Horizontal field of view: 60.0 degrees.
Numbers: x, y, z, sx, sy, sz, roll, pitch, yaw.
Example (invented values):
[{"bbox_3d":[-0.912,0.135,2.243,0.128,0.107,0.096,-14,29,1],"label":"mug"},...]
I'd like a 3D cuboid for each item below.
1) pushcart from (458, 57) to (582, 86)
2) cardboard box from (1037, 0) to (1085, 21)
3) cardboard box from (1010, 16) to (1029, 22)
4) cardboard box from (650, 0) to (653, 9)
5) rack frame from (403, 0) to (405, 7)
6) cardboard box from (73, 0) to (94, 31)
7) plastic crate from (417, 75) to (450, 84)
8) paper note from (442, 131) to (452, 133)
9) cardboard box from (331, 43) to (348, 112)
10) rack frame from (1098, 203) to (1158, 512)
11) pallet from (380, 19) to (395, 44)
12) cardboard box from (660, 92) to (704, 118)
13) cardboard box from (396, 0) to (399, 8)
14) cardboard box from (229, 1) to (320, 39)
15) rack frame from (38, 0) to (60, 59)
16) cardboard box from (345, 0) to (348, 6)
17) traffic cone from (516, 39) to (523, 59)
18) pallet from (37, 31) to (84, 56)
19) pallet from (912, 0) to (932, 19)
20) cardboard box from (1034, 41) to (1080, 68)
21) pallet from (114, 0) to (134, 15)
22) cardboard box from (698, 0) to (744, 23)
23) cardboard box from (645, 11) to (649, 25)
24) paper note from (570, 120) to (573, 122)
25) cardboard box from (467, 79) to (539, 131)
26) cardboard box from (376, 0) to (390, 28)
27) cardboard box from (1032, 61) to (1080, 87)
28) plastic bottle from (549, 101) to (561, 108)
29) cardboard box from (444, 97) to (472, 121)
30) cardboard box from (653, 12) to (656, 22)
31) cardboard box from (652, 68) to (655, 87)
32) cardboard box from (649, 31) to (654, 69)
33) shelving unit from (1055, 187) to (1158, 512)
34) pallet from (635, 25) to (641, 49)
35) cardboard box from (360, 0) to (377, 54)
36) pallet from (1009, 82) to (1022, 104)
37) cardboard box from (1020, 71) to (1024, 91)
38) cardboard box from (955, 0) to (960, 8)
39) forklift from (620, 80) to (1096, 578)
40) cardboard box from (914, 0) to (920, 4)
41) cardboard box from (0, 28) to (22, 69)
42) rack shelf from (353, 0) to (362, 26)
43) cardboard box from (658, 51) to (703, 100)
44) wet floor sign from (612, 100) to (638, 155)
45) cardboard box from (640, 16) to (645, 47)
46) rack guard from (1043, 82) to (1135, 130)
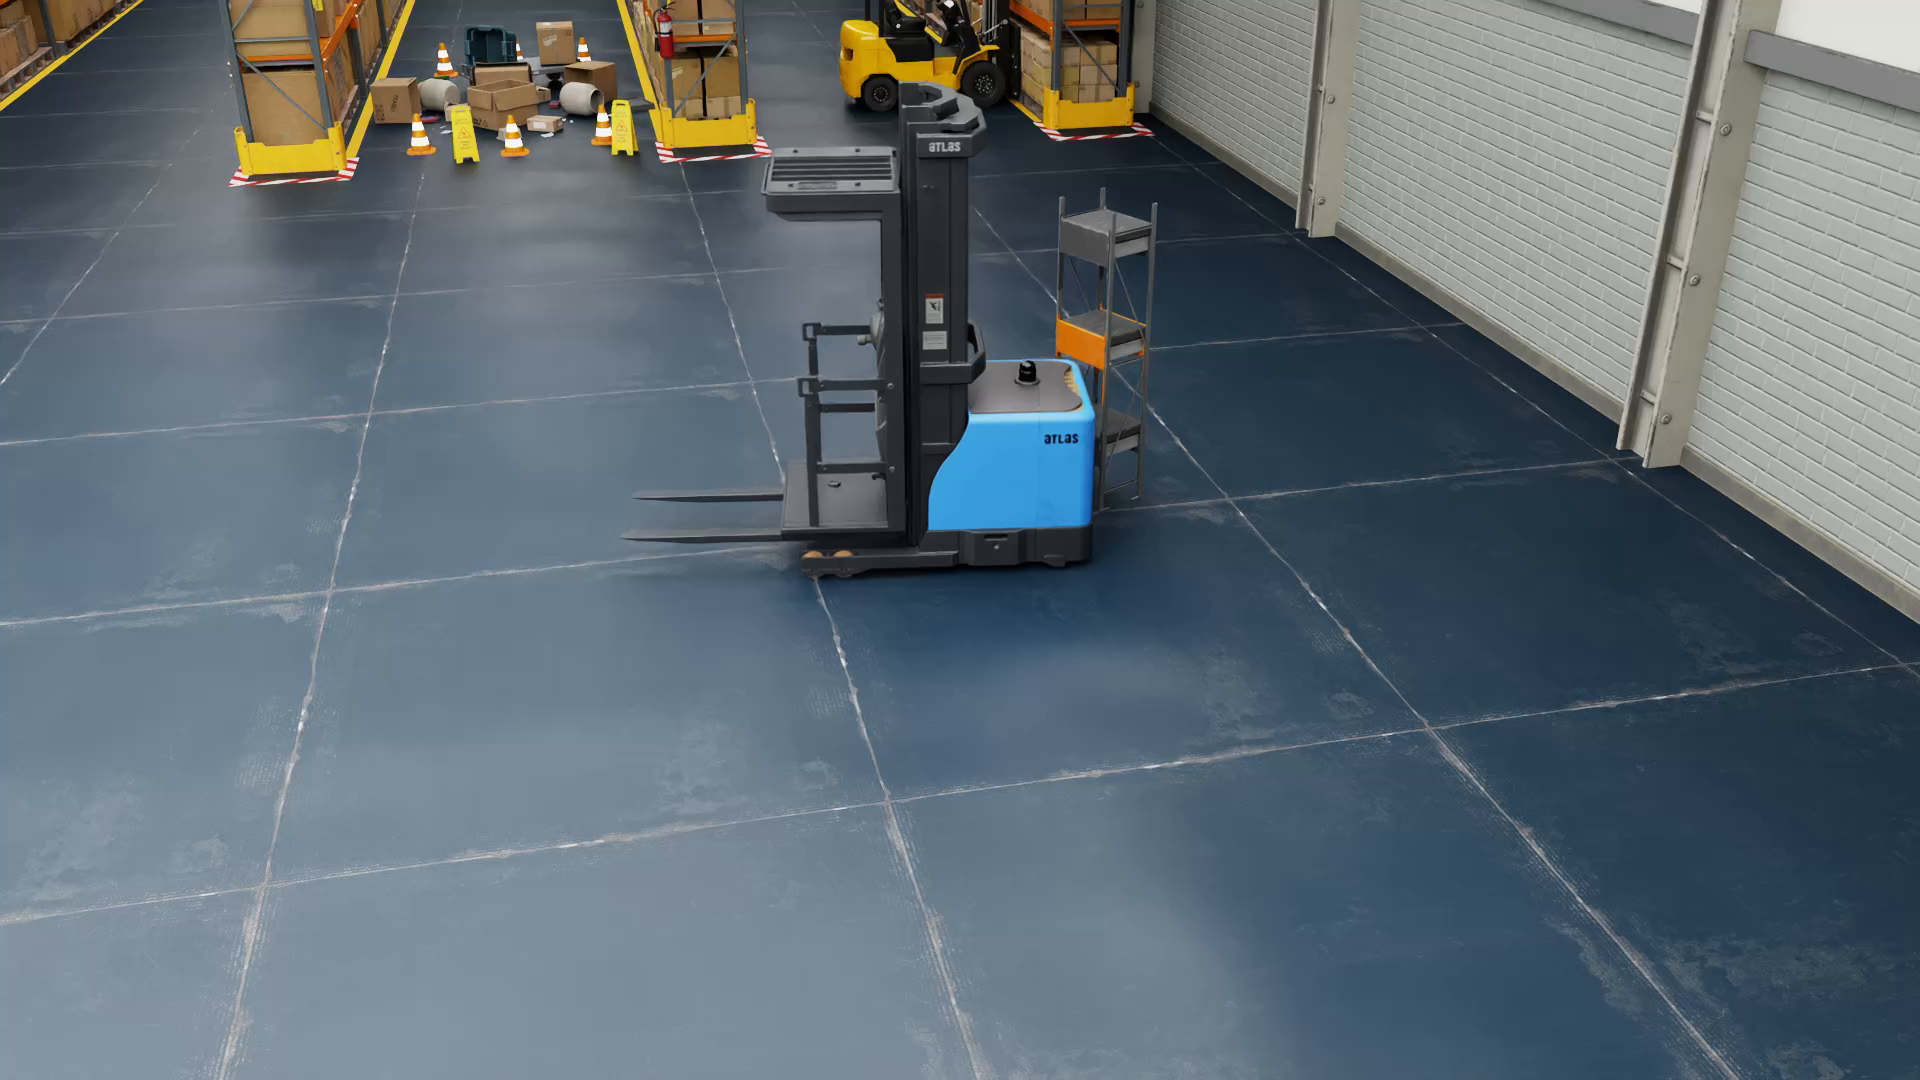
[{"bbox_3d":[-6.260,-6.663,23.878,1.648,0.377,0.936,-16,31,-29],"label":"pushcart"},{"bbox_3d":[1.320,-7.070,21.664,0.500,0.500,0.500,-7,28,-13],"label":"cardboard box"},{"bbox_3d":[0.817,-7.312,23.729,0.500,0.250,0.500,-5,27,-10],"label":"cardboard box"},{"bbox_3d":[-3.757,-7.159,21.509,0.500,0.500,0.500,-6,27,-12],"label":"cardboard box"},{"bbox_3d":[-10.653,-11.052,29.663,1.000,3.000,0.127,-6,27,-12],"label":"rack frame"},{"bbox_3d":[-14.935,-8.772,27.040,1.225,0.875,0.875,-6,27,-11],"label":"cardboard box"},{"bbox_3d":[-7.534,-6.367,23.438,0.450,0.188,0.662,-2,25,20],"label":"plastic crate"},{"bbox_3d":[-6.638,-5.300,21.565,0.144,0.017,0.142,3,27,6],"label":"paper note"},{"bbox_3d":[-8.569,-6.100,21.745,0.875,0.875,0.875,-6,27,-11],"label":"cardboard box"},{"bbox_3d":[1.116,-1.186,11.116,0.400,2.100,0.015,-20,33,-34],"label":"rack frame"},{"bbox_3d":[-9.926,-8.394,27.493,1.003,0.211,1.213,-6,27,-12],"label":"pallet"},{"bbox_3d":[-3.598,-5.629,21.505,0.500,0.250,0.500,-6,27,-12],"label":"cardboard box"},{"bbox_3d":[-10.125,-9.599,29.093,0.500,0.500,0.500,-7,28,-13],"label":"cardboard box"},{"bbox_3d":[-8.221,-6.248,19.980,0.875,0.550,0.550,-6,27,-12],"label":"cardboard box"},{"bbox_3d":[-14.606,-8.836,25.274,1.000,3.000,0.127,-6,27,-12],"label":"rack frame"},{"bbox_3d":[-8.755,-7.446,22.353,0.875,0.550,0.550,-6,27,-12],"label":"cardboard box"},{"bbox_3d":[-6.733,-7.382,25.209,0.336,0.463,0.334,-6,27,-12],"label":"traffic cone"},{"bbox_3d":[-14.711,-7.945,26.604,1.003,0.211,1.213,-6,27,-12],"label":"pallet"},{"bbox_3d":[-0.248,-9.435,29.555,1.003,0.211,1.213,-6,27,-12],"label":"pallet"},{"bbox_3d":[1.279,-6.413,21.949,0.500,0.250,0.500,-5,27,-10],"label":"cardboard box"},{"bbox_3d":[-15.603,-9.689,30.059,1.003,0.211,1.213,-6,27,-12],"label":"pallet"},{"bbox_3d":[-2.985,-6.744,20.688,0.500,0.500,0.500,-6,27,-12],"label":"cardboard box"},{"bbox_3d":[-4.210,-7.324,23.311,0.380,0.149,0.250,-6,27,-11],"label":"cardboard box"},{"bbox_3d":[-5.168,-5.572,22.124,0.032,0.001,0.123,-6,27,-12],"label":"paper note"},{"bbox_3d":[-6.011,-5.730,21.891,0.637,0.503,0.797,19,32,32],"label":"cardboard box"},{"bbox_3d":[-9.662,-8.704,27.319,0.500,0.500,0.500,-7,28,-14],"label":"cardboard box"},{"bbox_3d":[1.272,-6.201,22.085,0.500,0.250,0.500,-6,27,-12],"label":"cardboard box"},{"bbox_3d":[-5.586,-6.018,22.951,0.133,0.061,0.283,-1,27,-3],"label":"plastic bottle"},{"bbox_3d":[-6.668,-5.751,22.197,0.396,0.266,0.258,-1,27,-3],"label":"cardboard box"},{"bbox_3d":[-3.731,-6.686,21.292,0.380,0.149,0.250,-5,27,-11],"label":"cardboard box"},{"bbox_3d":[-4.049,-6.527,23.284,0.500,0.250,0.500,-4,27,-9],"label":"cardboard box"},{"bbox_3d":[-4.048,-6.861,23.114,0.500,0.500,0.500,-5,27,-10],"label":"cardboard box"},{"bbox_3d":[0.964,-1.272,11.286,0.431,2.100,0.503,-20,33,-34],"label":"shelving unit"},{"bbox_3d":[-4.777,-8.255,27.216,1.003,0.211,1.213,-6,27,-12],"label":"pallet"},{"bbox_3d":[-9.501,-7.819,25.289,1.050,0.750,0.750,-6,27,-11],"label":"cardboard box"},{"bbox_3d":[1.202,-6.458,23.656,1.003,0.211,1.213,-6,27,-12],"label":"pallet"},{"bbox_3d":[1.066,-6.410,23.053,0.500,0.250,0.500,-6,27,-11],"label":"cardboard box"},{"bbox_3d":[0.318,-8.619,27.013,0.875,0.625,0.625,-7,28,-14],"label":"cardboard box"},{"bbox_3d":[-0.681,-1.311,10.441,3.031,2.935,1.130,-1,27,-3],"label":"forklift"},{"bbox_3d":[-0.524,-9.804,29.500,0.500,0.500,0.500,-6,27,-12],"label":"cardboard box"},{"bbox_3d":[-14.164,-7.134,24.188,0.700,0.500,0.500,-4,27,-7],"label":"cardboard box"},{"bbox_3d":[-9.301,-8.096,24.607,1.077,0.370,4.000,-6,27,-12],"label":"rack shelf"},{"bbox_3d":[-3.583,-5.951,21.310,0.500,0.500,0.500,-6,27,-11],"label":"cardboard box"},{"bbox_3d":[-4.148,-5.088,20.460,0.267,0.644,0.232,3,27,6],"label":"wet floor sign"},{"bbox_3d":[-4.494,-7.951,25.971,0.950,0.372,0.625,-5,27,-10],"label":"cardboard box"},{"bbox_3d":[1.692,-5.710,21.854,1.175,0.500,0.348,-6,27,-12],"label":"rack guard"}]
